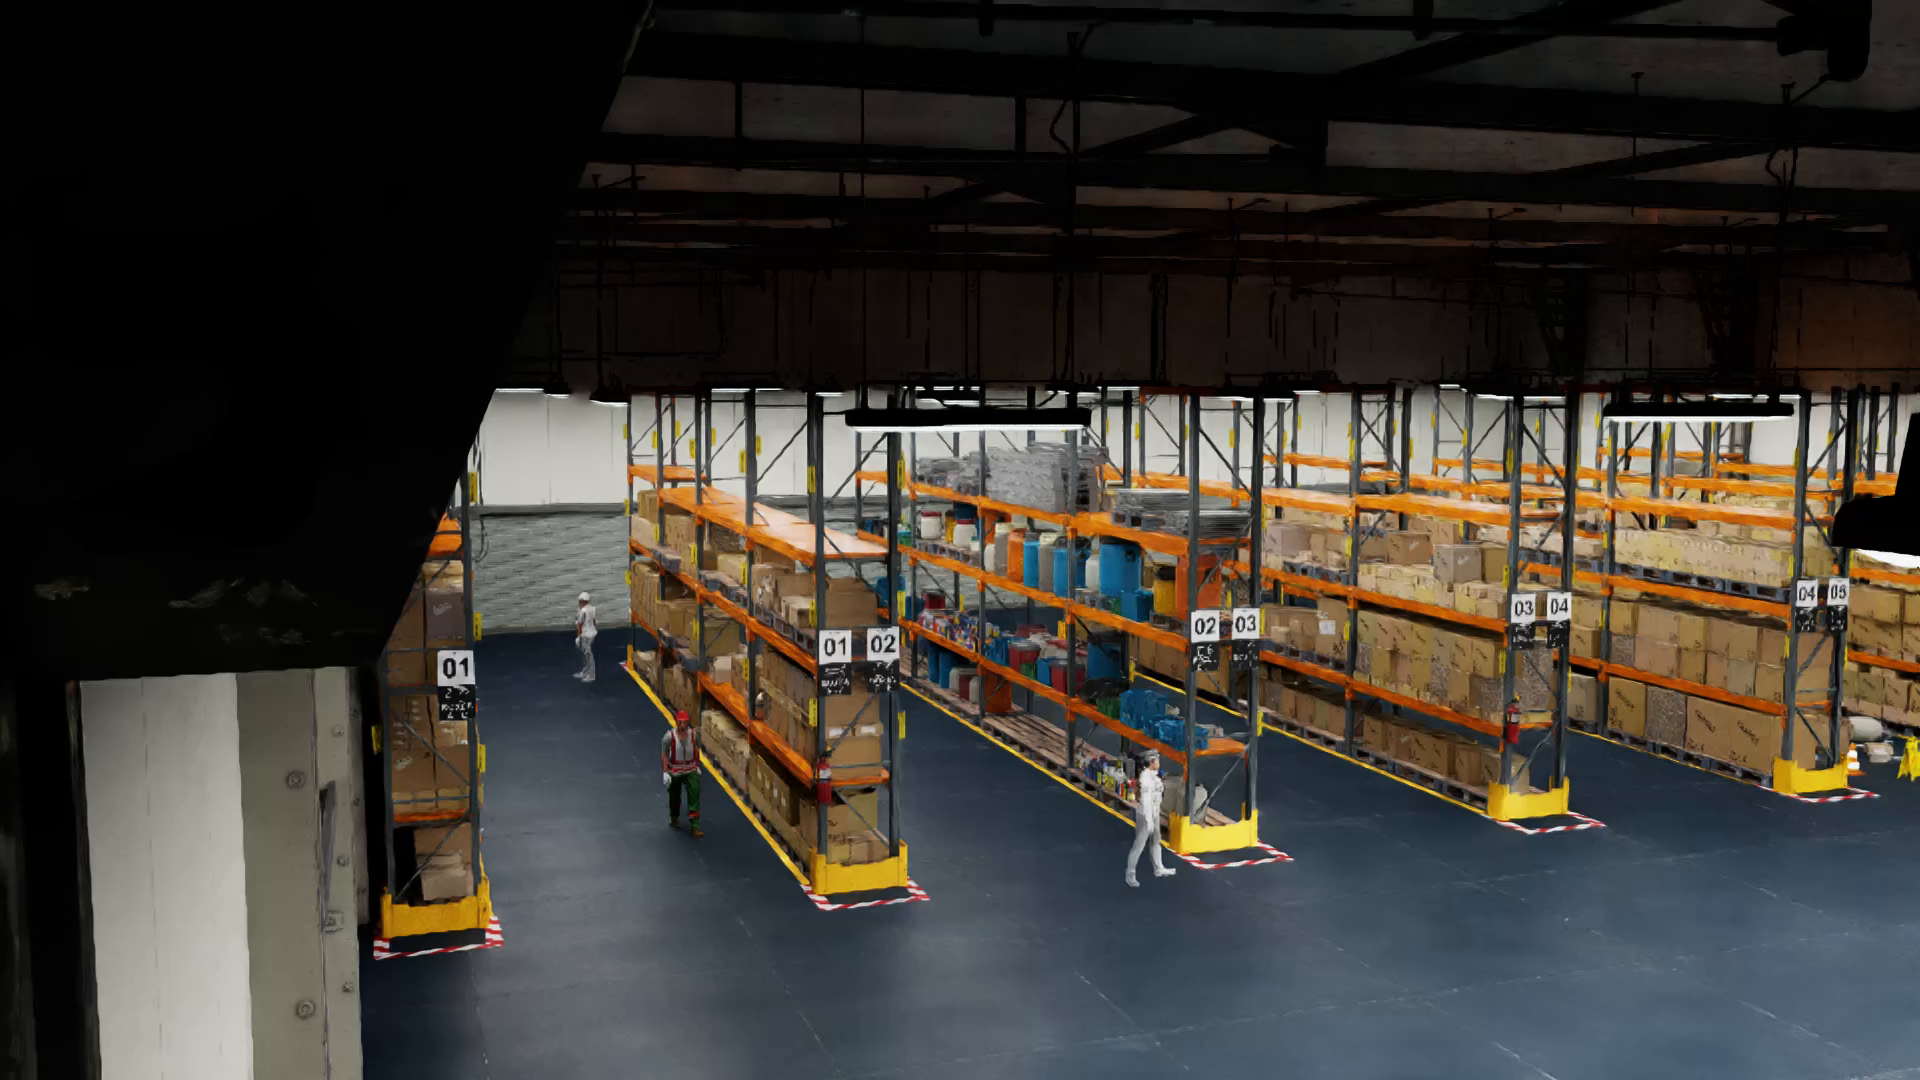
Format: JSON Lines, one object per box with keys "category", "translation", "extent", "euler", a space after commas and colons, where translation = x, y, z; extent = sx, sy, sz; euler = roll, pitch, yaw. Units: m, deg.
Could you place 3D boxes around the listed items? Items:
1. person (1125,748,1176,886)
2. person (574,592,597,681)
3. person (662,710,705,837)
{"category": "person", "translation": [2.339, 3.375, 20.493], "extent": [0.552, 1.670, 0.682], "euler": [2, 6, 18]}
{"category": "person", "translation": [-7.633, 1.941, 33.793], "extent": [0.583, 1.782, 0.665], "euler": [1, 6, 11]}
{"category": "person", "translation": [-3.770, 3.137, 22.583], "extent": [0.553, 1.709, 1.123], "euler": [-2, 6, -17]}
